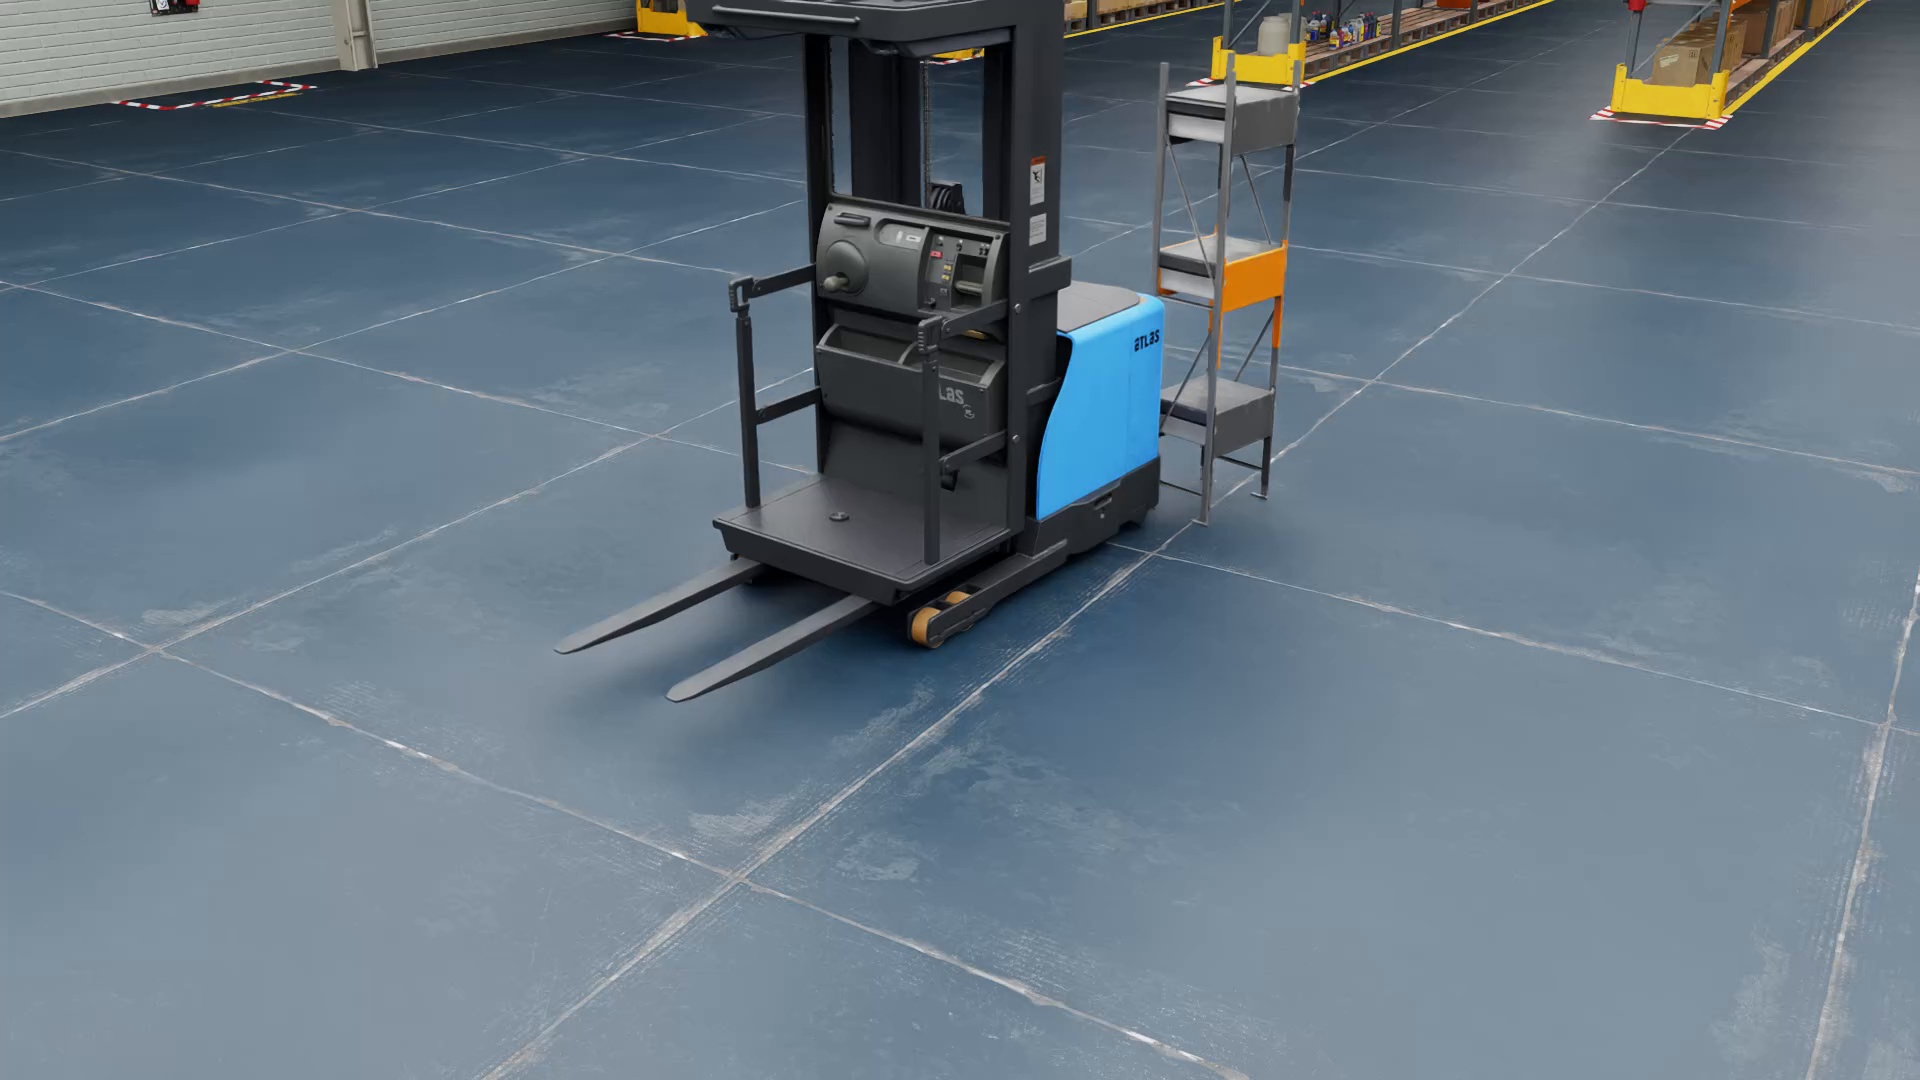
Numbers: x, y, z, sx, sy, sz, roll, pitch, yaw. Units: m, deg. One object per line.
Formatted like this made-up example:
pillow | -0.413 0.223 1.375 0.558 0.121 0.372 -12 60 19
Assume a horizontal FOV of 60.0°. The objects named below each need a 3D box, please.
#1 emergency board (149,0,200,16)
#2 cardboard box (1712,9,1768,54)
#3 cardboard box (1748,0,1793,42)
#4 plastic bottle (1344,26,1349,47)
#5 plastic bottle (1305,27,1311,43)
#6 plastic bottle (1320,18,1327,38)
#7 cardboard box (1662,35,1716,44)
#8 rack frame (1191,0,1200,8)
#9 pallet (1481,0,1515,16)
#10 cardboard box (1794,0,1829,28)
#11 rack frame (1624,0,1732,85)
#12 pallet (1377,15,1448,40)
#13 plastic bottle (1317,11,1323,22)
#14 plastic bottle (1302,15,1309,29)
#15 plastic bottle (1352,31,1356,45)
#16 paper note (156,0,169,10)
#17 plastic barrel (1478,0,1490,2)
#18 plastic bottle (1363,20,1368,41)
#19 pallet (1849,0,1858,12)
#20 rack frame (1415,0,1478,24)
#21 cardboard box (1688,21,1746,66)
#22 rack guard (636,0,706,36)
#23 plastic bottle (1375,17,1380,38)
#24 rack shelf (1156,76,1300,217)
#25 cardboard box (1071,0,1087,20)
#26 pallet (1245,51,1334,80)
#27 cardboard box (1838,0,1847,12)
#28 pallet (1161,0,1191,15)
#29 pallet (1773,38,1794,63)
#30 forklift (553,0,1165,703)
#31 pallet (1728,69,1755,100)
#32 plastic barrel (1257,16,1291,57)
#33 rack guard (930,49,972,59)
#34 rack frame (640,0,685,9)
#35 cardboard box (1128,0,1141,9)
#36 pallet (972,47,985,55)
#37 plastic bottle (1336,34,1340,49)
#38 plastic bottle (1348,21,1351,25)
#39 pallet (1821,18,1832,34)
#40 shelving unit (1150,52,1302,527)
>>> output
emergency board | -9.455 -6.918 19.955 0.194 1.169 0.643 14 27 29
cardboard box | 10.488 -6.845 22.379 0.700 0.500 0.500 12 26 25
cardboard box | 11.345 -7.379 23.613 0.700 0.500 0.500 16 28 33
plastic bottle | 5.283 -6.921 22.843 0.097 0.271 0.097 0 23 0
plastic bottle | 4.864 -7.077 23.291 0.097 0.201 0.097 0 23 0
plastic bottle | 5.186 -7.316 23.754 0.097 0.271 0.097 0 23 0
cardboard box | 8.666 -5.699 19.757 0.500 0.500 0.500 -20 31 -39
rack frame | 3.842 -11.015 29.418 1.000 3.000 0.127 14 27 29
pallet | 9.073 -9.381 29.154 1.003 0.211 1.213 14 27 29
cardboard box | 12.638 -8.384 25.487 1.225 0.875 0.875 12 26 27
rack frame | 8.036 -6.238 18.383 1.000 3.000 0.127 14 27 29
pallet | 6.962 -8.032 26.039 1.003 0.211 1.213 14 27 29
plastic bottle | 5.160 -7.426 23.910 0.144 0.351 0.185 15 27 30
plastic bottle | 4.836 -7.219 23.431 0.144 0.351 0.185 14 27 29
plastic bottle | 5.444 -6.992 23.094 0.097 0.201 0.097 0 23 0
paper note | -9.607 -6.469 20.025 0.016 0.148 0.142 14 27 29
plastic barrel | 8.888 -9.612 28.683 0.600 0.588 0.708 14 27 29
plastic bottle | 5.692 -7.175 23.413 0.061 0.283 0.133 16 28 32
pallet | 15.476 -9.662 29.803 1.003 0.211 1.213 14 27 29
rack frame | 8.048 -9.976 27.018 1.000 3.000 0.127 14 27 29
cardboard box | 9.606 -6.312 21.172 0.500 0.500 0.500 -18 29 -36
rack guard | -4.548 -8.230 26.132 1.175 0.500 0.348 14 27 29
plastic bottle | 5.965 -7.349 23.817 0.061 0.283 0.133 15 28 32
rack shelf | 1.202 -1.782 7.496 0.431 0.518 0.480 22 31 40
cardboard box | 1.673 -8.393 26.295 0.500 0.250 0.500 14 27 29
pallet | 4.262 -6.304 22.047 1.003 0.211 1.213 14 27 29
cardboard box | 14.046 -9.285 27.569 1.225 0.875 0.875 14 27 29
pallet | 3.375 -9.466 29.349 1.003 0.211 1.213 14 27 29
pallet | 11.198 -6.984 23.618 1.003 0.211 1.213 14 27 29
forklift | -0.342 -1.126 6.663 1.130 2.935 3.031 17 29 34
pallet | 9.179 -5.660 20.560 1.003 0.211 1.213 14 27 29
plastic barrel | 4.111 -6.565 21.741 0.421 0.512 0.421 0 23 0
rack guard | -0.390 -7.160 23.659 1.175 0.500 0.348 14 27 29
rack frame | -4.588 -9.352 25.576 1.000 3.000 0.127 14 27 29
cardboard box | 2.697 -9.028 27.760 0.500 0.250 0.500 13 27 27
pallet | -0.010 -7.302 24.352 1.003 0.211 1.213 14 27 29
plastic bottle | 5.104 -6.775 22.592 0.097 0.201 0.097 0 23 0
plastic bottle | 5.471 -7.142 23.338 0.061 0.283 0.133 14 27 29
pallet | 13.380 -8.318 26.700 1.003 0.211 1.213 14 27 29
shelving unit | 1.202 -1.152 7.768 0.431 2.100 0.503 22 31 40
